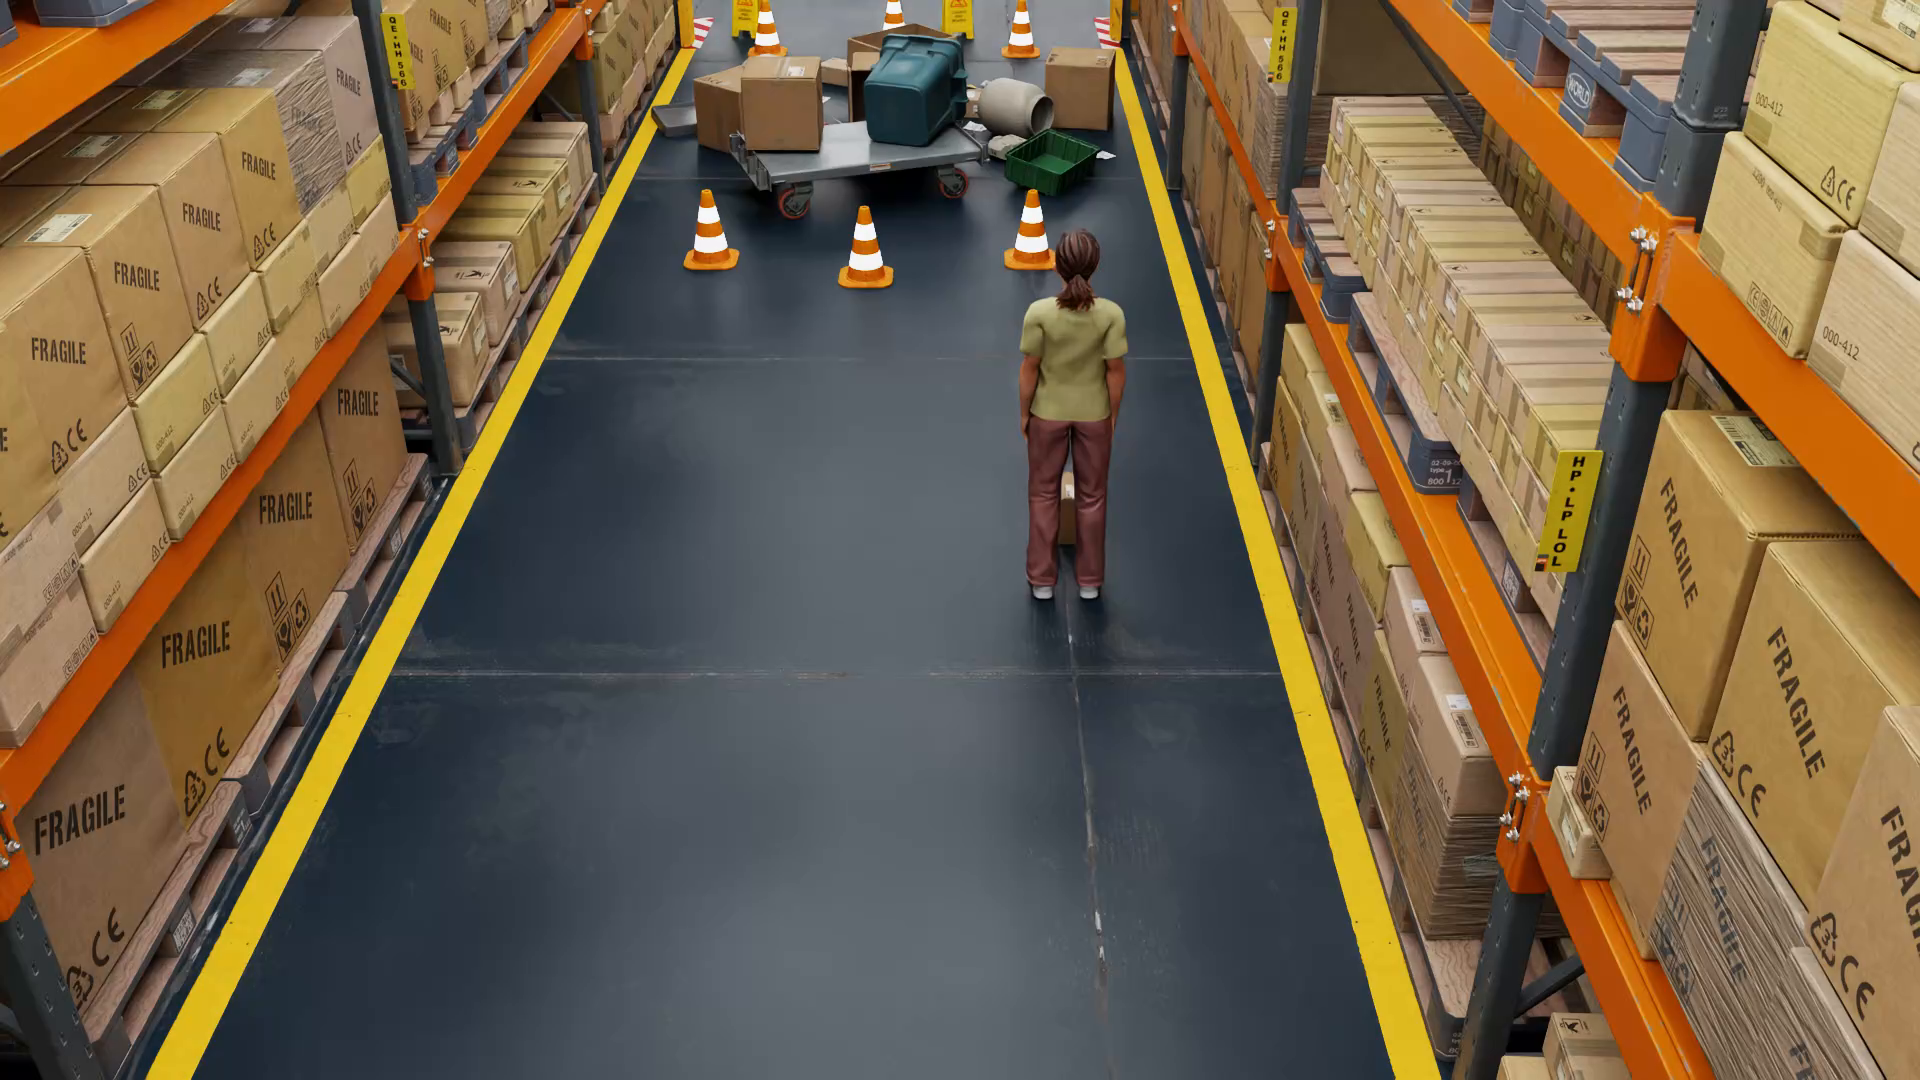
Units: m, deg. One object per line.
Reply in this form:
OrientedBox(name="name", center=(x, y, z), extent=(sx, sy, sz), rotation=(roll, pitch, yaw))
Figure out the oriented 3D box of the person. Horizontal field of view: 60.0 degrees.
OrientedBox(name="person", center=(0.461, -0.504, 6.948), extent=(0.441, 1.677, 0.383), rotation=(1, 32, 1))
